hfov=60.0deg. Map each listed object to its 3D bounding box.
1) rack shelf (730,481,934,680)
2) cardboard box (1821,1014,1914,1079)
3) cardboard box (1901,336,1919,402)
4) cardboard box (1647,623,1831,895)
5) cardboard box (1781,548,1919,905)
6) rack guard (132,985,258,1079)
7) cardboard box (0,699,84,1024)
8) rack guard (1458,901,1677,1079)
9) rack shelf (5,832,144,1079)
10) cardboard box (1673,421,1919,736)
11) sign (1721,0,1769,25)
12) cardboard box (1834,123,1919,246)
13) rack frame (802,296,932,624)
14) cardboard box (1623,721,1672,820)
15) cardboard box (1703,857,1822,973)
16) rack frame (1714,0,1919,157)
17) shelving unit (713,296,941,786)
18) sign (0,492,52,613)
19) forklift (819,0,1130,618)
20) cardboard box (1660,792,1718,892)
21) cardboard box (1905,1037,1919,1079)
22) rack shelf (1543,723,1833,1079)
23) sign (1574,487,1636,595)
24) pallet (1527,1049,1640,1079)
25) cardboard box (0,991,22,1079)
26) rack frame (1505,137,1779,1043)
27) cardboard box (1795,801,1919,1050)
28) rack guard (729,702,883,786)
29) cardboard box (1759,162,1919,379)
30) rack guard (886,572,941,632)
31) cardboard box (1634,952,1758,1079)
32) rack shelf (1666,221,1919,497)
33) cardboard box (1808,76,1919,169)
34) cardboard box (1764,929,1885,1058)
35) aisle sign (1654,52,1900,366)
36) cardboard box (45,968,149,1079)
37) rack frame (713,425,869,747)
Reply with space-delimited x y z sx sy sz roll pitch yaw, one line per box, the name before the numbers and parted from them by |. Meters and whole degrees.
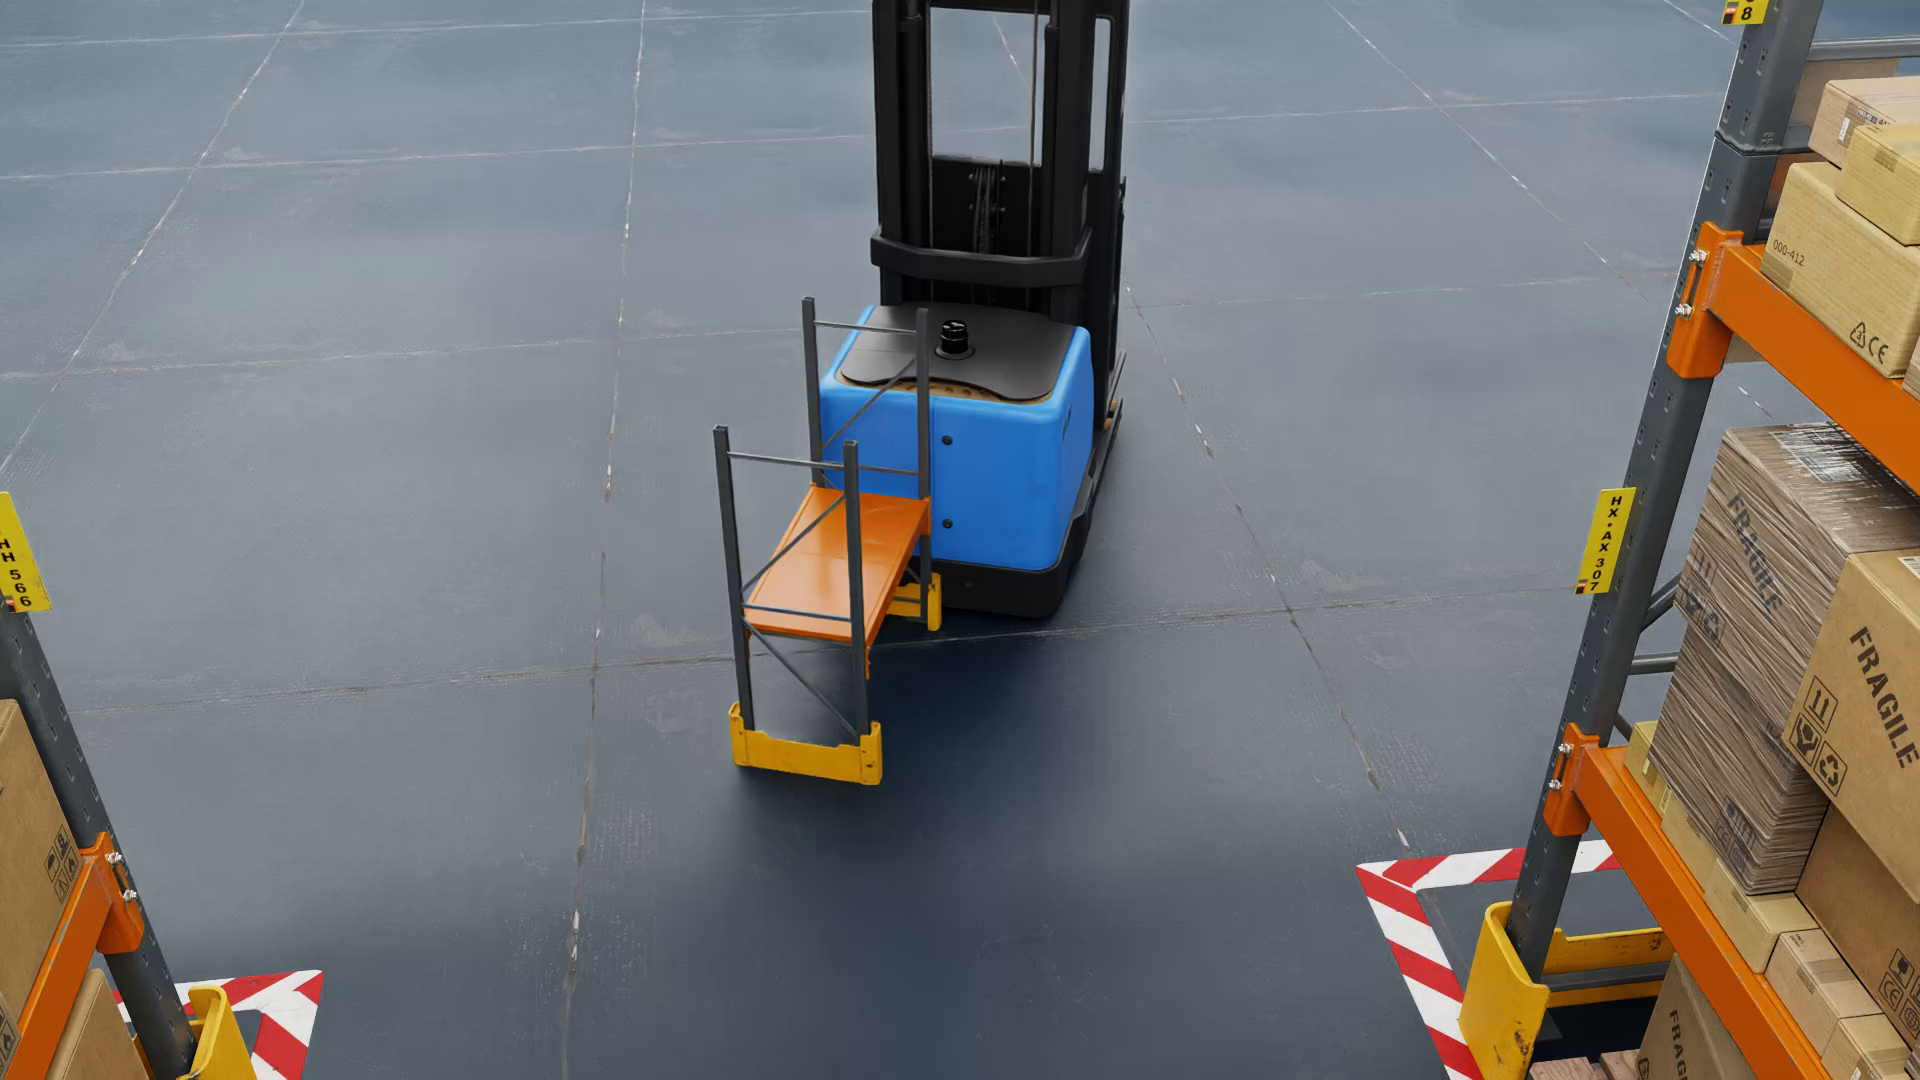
rack shelf | -0.480 0.136 6.538 0.538 0.185 1.000 7 35 10
cardboard box | 2.128 1.162 3.604 0.380 0.149 0.250 -4 35 -6
cardboard box | 2.096 -0.280 2.967 0.500 0.250 0.500 -5 35 -7
cardboard box | 2.258 0.467 4.049 0.875 0.500 0.500 -4 35 -6
cardboard box | 2.076 0.352 3.330 0.500 0.500 0.500 -4 35 -6
rack guard | -2.720 1.661 4.869 1.175 0.500 0.348 -4 35 -6
cardboard box | -2.622 0.783 3.805 0.875 0.550 0.550 -4 35 -6
rack guard | 2.222 1.397 5.256 1.175 0.500 0.348 -4 35 -6
rack shelf | -2.448 2.054 2.711 1.077 0.370 4.000 -4 35 -6
cardboard box | 2.016 0.072 3.740 0.500 0.500 0.500 -4 35 -6
sign | 1.674 -1.238 3.463 0.100 0.325 0.005 -4 35 -6
cardboard box | 1.959 -0.697 3.225 0.380 0.149 0.250 -4 34 -5
rack frame | -0.368 -0.292 6.847 0.500 1.500 0.032 7 35 10
cardboard box | 2.014 0.603 4.425 0.380 0.149 0.250 -4 35 -6
cardboard box | 2.047 0.884 4.012 0.380 0.149 0.250 -4 35 -6
rack frame | 2.212 -2.157 2.925 1.000 3.000 0.127 -4 35 -6
shelving unit | -0.482 -0.008 6.430 0.587 1.500 1.083 7 35 10
sign | -2.177 0.031 3.802 0.100 0.325 0.005 -4 35 -6
forklift | 0.222 -1.701 7.643 1.130 2.935 3.031 7 35 10
cardboard box | 2.028 0.744 4.218 0.380 0.149 0.250 -4 35 -6
cardboard box | 2.469 1.019 3.238 0.875 0.500 0.500 -4 35 -6
rack shelf | 2.481 1.735 3.179 1.077 0.370 4.000 -4 35 -6
sign | 1.674 0.005 4.310 0.100 0.325 0.005 -4 35 -6
pallet | 2.296 1.973 4.668 1.003 0.211 1.213 -4 35 -6
cardboard box | -2.526 1.088 3.357 0.875 0.550 0.550 -4 35 -6
rack frame | 2.212 0.322 4.614 1.000 3.000 0.127 -4 35 -6
cardboard box | 2.445 0.737 3.653 0.875 0.500 0.500 -4 35 -6
rack guard | -0.591 0.782 6.380 0.587 0.250 0.087 7 35 10
cardboard box | 2.020 -0.567 3.388 0.500 0.250 0.500 -3 34 -5
rack guard | -0.373 0.235 7.183 0.587 0.250 0.087 7 35 10
cardboard box | 2.279 1.531 4.687 0.500 0.500 0.500 2 34 2
rack shelf | 2.481 0.496 2.334 1.077 0.370 4.000 -4 35 -6
cardboard box | 2.020 -0.849 3.448 0.380 0.149 0.250 -5 35 -7
cardboard box | 2.101 1.022 3.809 0.380 0.149 0.250 -4 35 -6
aisle sign | 1.906 -0.764 3.899 0.394 0.787 0.004 -4 35 -6
cardboard box | -2.560 1.719 4.078 0.875 0.875 0.875 -4 34 -6
rack frame | -0.591 0.266 6.027 0.500 1.500 0.032 7 35 10
